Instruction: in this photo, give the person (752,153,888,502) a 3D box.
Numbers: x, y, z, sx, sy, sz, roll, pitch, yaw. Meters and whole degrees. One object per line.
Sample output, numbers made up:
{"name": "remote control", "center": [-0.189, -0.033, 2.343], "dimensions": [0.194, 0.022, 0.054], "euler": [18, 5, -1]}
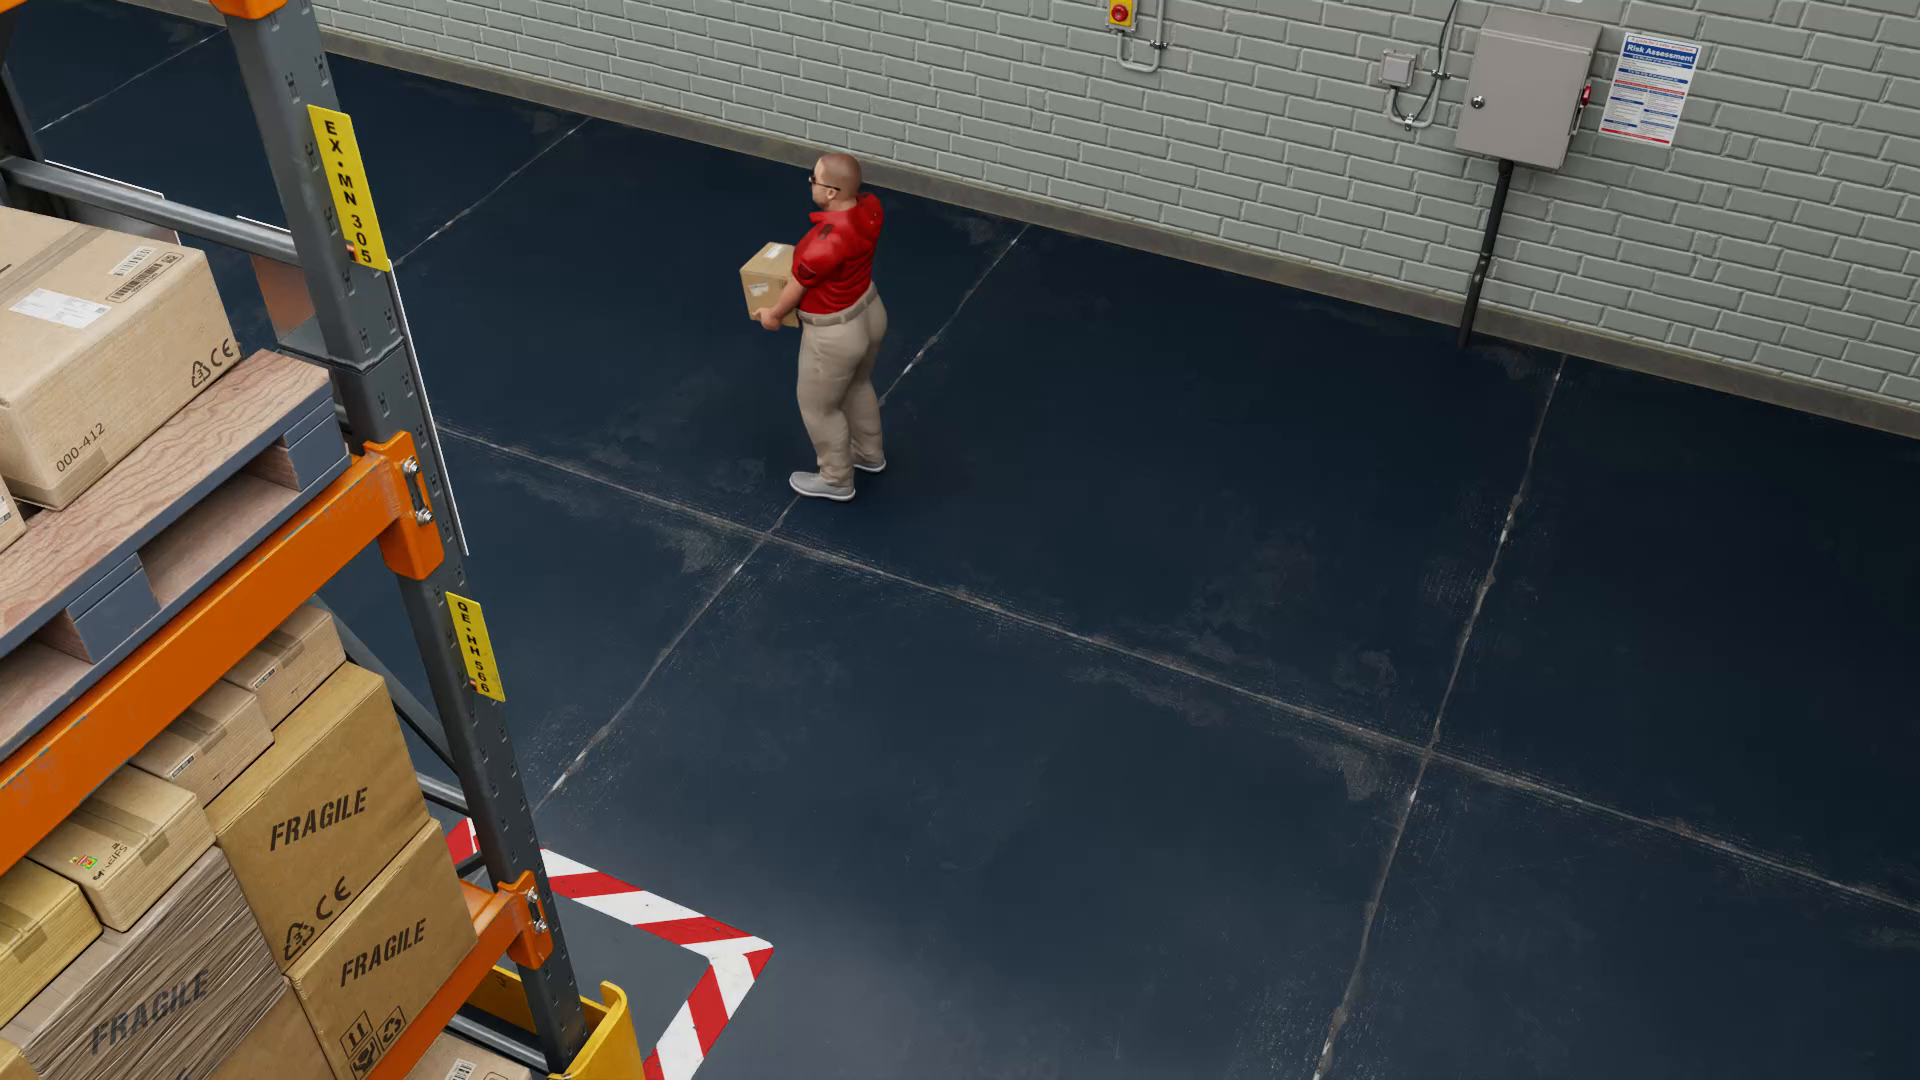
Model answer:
{"name": "person", "center": [-0.608, -0.932, 7.226], "dimensions": [0.532, 1.721, 0.493], "euler": [18, 45, 19]}
